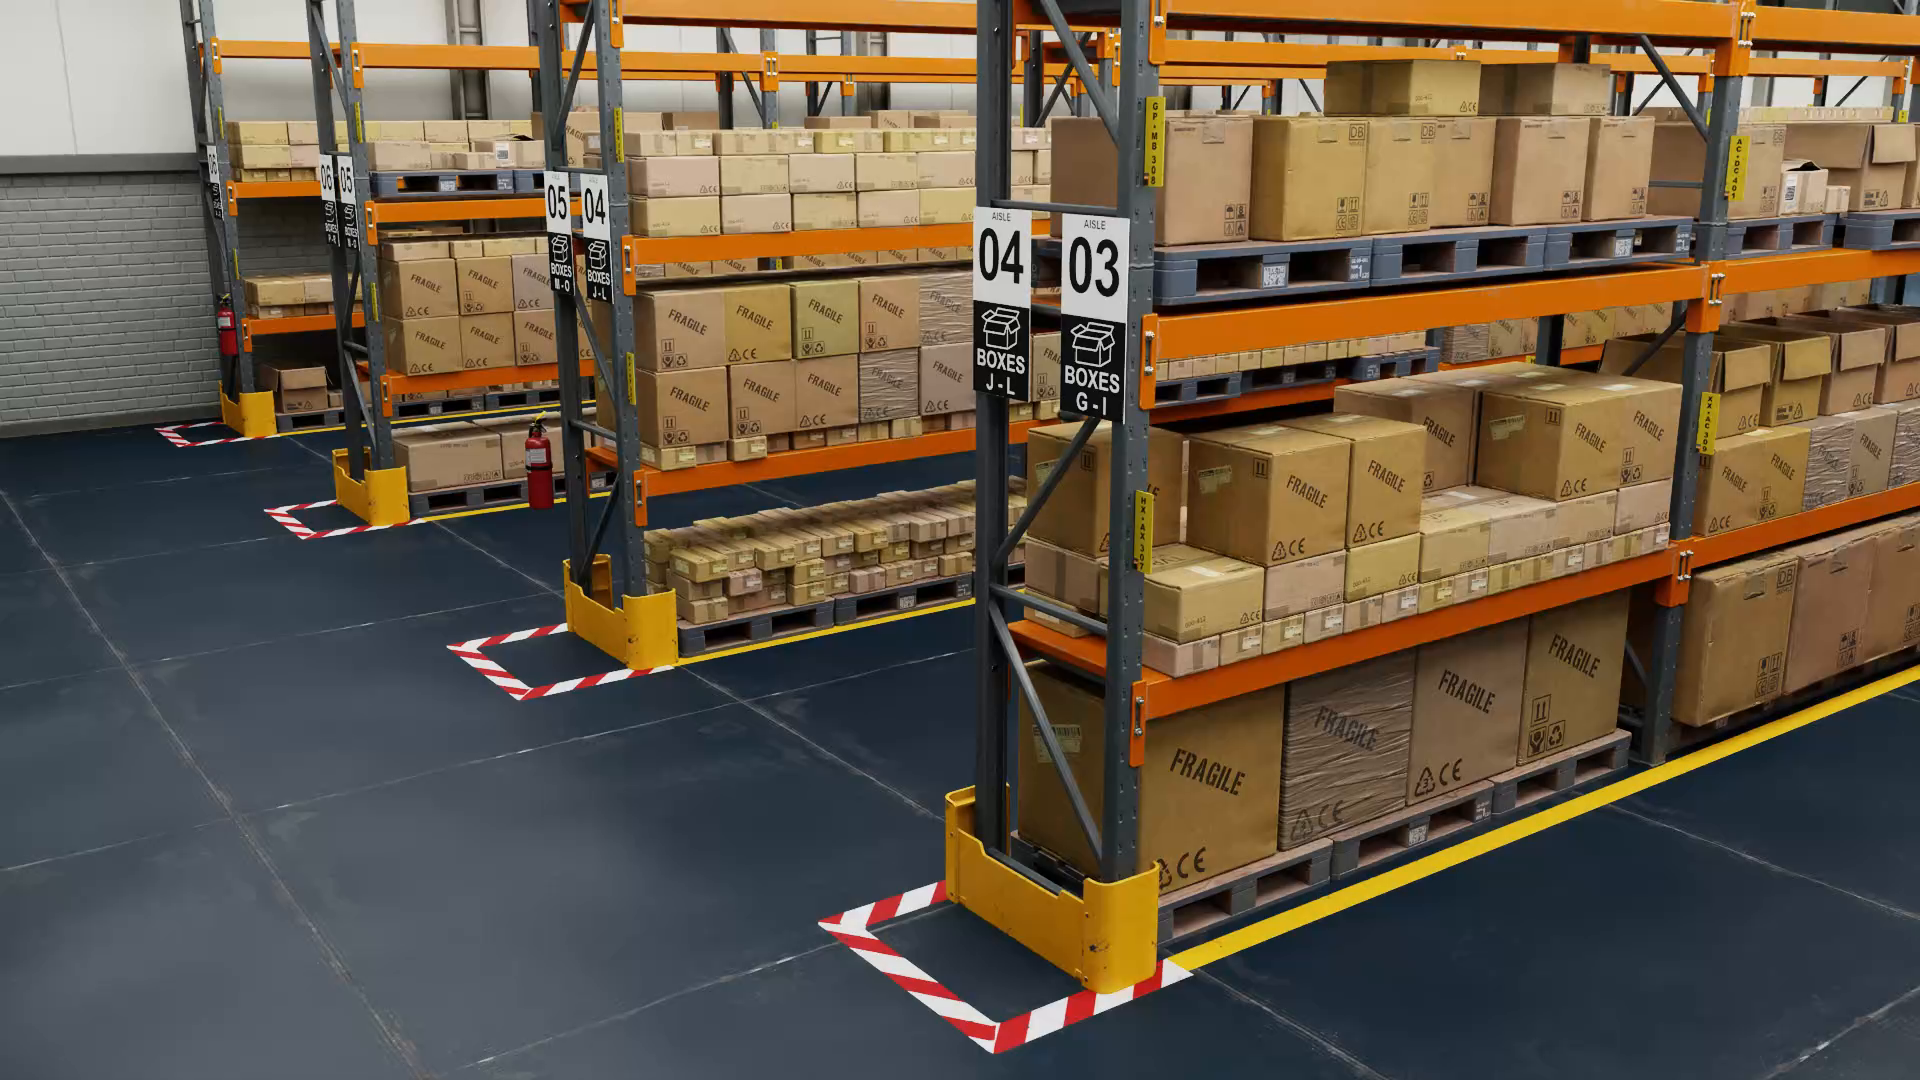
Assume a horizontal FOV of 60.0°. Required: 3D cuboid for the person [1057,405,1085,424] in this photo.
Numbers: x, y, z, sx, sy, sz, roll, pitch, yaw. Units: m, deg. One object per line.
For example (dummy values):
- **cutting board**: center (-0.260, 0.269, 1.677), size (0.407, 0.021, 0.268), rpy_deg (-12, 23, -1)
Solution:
- **person**: center (0.882, -0.185, 11.728), size (0.497, 1.657, 0.474), rpy_deg (-11, 18, -35)
